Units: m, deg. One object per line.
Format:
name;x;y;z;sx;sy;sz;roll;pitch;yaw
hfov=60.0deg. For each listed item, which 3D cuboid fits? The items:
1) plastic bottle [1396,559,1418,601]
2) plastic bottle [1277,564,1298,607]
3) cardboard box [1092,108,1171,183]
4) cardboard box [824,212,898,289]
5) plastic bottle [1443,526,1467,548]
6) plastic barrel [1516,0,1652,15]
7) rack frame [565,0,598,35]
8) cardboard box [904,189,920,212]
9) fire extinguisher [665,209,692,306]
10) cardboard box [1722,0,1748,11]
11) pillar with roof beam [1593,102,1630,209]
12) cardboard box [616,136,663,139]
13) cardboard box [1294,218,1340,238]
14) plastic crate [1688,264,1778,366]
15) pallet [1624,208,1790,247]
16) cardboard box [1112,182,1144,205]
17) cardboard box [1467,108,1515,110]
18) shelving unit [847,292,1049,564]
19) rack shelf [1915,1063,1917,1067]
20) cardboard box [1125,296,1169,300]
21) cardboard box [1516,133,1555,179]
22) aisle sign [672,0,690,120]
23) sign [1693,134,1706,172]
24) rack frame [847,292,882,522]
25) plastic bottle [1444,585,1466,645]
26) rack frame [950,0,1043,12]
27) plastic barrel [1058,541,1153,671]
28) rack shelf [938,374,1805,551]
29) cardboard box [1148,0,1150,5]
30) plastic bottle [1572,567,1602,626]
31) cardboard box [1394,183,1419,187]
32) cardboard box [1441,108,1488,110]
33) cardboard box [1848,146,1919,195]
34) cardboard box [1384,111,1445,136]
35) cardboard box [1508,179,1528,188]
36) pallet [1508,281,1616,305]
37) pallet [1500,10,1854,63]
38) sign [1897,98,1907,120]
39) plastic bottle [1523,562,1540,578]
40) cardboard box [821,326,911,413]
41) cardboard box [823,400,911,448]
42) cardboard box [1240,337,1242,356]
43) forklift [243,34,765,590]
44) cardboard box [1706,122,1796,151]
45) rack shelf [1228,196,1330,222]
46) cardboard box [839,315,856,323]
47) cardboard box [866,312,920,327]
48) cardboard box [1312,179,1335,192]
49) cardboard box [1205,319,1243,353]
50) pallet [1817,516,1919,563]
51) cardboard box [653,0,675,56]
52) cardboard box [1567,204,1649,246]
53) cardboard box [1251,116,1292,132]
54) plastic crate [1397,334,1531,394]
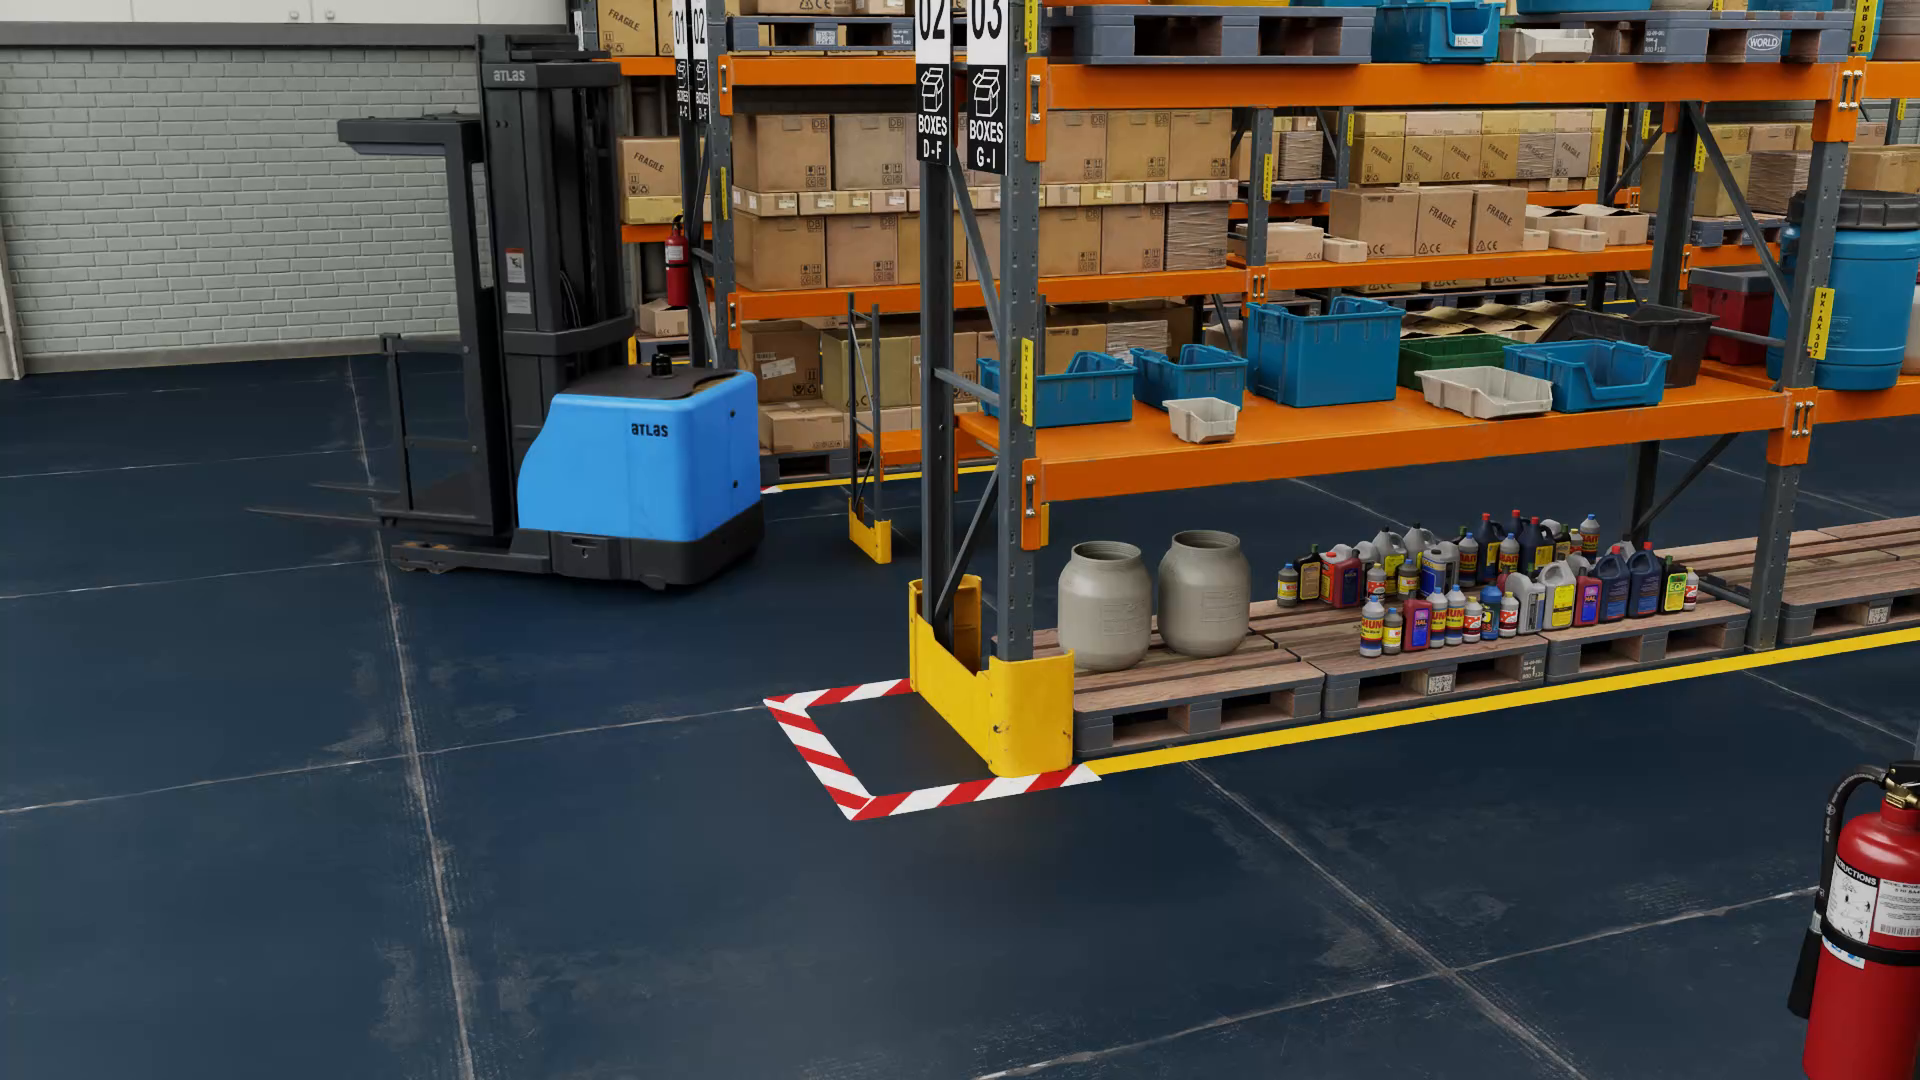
plastic bottle;2.232;0.196;8.294;0.097;0.201;0.097;0;16;0
plastic bottle;1.620;0.218;8.218;0.097;0.201;0.097;0;16;0
cardboard box;1.145;-2.893;12.145;0.500;0.500;0.700;-6;17;-20
cardboard box;-0.778;-2.062;11.621;0.500;0.500;0.700;-6;17;-19
plastic bottle;2.550;0.073;8.566;0.133;0.283;0.061;-5;17;-18
plastic barrel;2.830;-2.825;7.437;0.708;0.901;0.600;-6;17;-20
rack frame;-3.483;-6.098;14.893;0.127;3.000;1.000;-6;17;-20
cardboard box;-0.300;-2.363;11.493;0.250;0.149;0.380;-7;18;-22
fire extinguisher;-1.983;-1.990;11.688;0.183;0.674;0.296;-6;17;-20
cardboard box;6.159;-4.263;13.791;0.500;0.500;0.910;-6;17;-20
pillar with roof beam;9.607;-6.473;16.171;0.400;9.000;9.100;-6;17;-20
cardboard box;-3.119;-3.620;16.003;0.500;0.500;0.500;-6;18;-21
cardboard box;2.784;-2.392;13.160;0.258;0.266;0.396;-7;18;-21
plastic crate;4.140;-1.176;8.667;0.583;0.464;0.402;-6;17;-20
pallet;6.371;-2.718;14.370;1.003;0.211;1.213;-6;17;-20
cardboard box;1.131;-2.517;12.017;0.250;0.149;0.380;-6;17;-20
cardboard box;6.247;-4.905;19.407;0.500;0.250;0.500;-7;18;-22
shelving unit;-0.071;-0.712;9.861;1.083;1.500;0.587;-6;17;-20
rack shelf;3.702;0.834;3.212;4.000;0.370;1.077;-6;17;-20
cardboard box;1.889;-2.819;18.031;0.500;0.500;0.700;-6;17;-19
cardboard box;6.437;-4.414;19.066;0.500;0.500;0.500;-6;17;-20
aisle sign;-1.873;-3.235;11.175;0.004;0.787;0.394;-6;17;-20
sign;5.965;-3.133;13.389;0.005;0.325;0.100;-6;17;-20
rack frame;-0.554;-0.660;9.683;0.032;1.500;0.500;-6;17;-20
plastic bottle;2.280;0.340;7.680;0.097;0.271;0.097;0;16;0
rack frame;0.062;-3.491;6.017;0.127;3.000;1.000;-6;17;-20
plastic barrel;0.649;0.293;7.448;0.421;0.512;0.421;0;16;0
rack shelf;1.930;-0.469;7.650;4.000;0.370;1.077;-6;17;-20
cardboard box;1.464;-4.094;12.222;0.500;0.500;0.500;-5;17;-16
plastic bottle;2.983;0.263;7.917;0.133;0.283;0.061;-5;17;-16
cardboard box;4.895;-3.915;18.517;0.250;0.149;0.380;-6;17;-18
cardboard box;5.759;-4.854;19.232;0.500;0.250;0.500;-7;18;-21
cardboard box;8.357;-3.301;15.093;0.500;0.500;0.700;-3;17;-11
cardboard box;5.005;-4.619;18.430;0.500;0.250;0.500;-6;18;-21
cardboard box;6.306;-4.093;19.124;0.250;0.149;0.380;-7;18;-22
pallet;7.029;-2.994;19.919;1.213;0.211;1.003;-6;17;-20
pallet;3.158;-2.266;7.504;1.003;0.211;1.213;-6;17;-20
sign;11.639;-5.358;20.544;0.005;0.325;0.100;-6;17;-20
plastic bottle;2.758;0.244;7.983;0.133;0.283;0.061;-6;17;-20
cardboard box;-0.660;-1.205;11.682;0.500;0.500;0.500;-6;17;-20
cardboard box;-0.661;-0.846;11.789;0.500;0.250;0.500;-6;17;-20
cardboard box;2.503;-1.447;12.842;0.500;0.311;0.500;-6;17;-20
forklift;-2.736;-1.347;9.484;3.031;2.935;1.130;5;17;15
cardboard box;9.594;-4.772;20.492;0.700;0.700;0.980;-7;18;-23
rack shelf;2.120;-3.479;17.900;4.000;0.370;1.077;-6;17;-20
cardboard box;-1.248;-2.310;16.920;0.250;0.149;0.380;-8;18;-25
cardboard box;-0.384;-1.396;12.331;0.500;0.500;0.500;-6;17;-20
cardboard box;4.200;-4.015;18.859;0.250;0.149;0.380;-6;17;-19
cardboard box;2.304;-1.587;13.320;0.500;0.311;0.500;-6;17;-20
pallet;5.658;0.108;9.355;1.213;0.211;1.003;-6;17;-20
cardboard box;-2.567;-4.729;15.342;0.500;0.500;0.500;-5;17;-16
cardboard box;5.408;-2.655;13.975;0.500;0.311;0.500;-5;17;-17
cardboard box;3.381;-4.517;18.048;0.250;0.149;0.380;-9;19;-29
plastic crate;2.429;-0.852;8.052;0.662;0.188;0.450;-6;17;-20
